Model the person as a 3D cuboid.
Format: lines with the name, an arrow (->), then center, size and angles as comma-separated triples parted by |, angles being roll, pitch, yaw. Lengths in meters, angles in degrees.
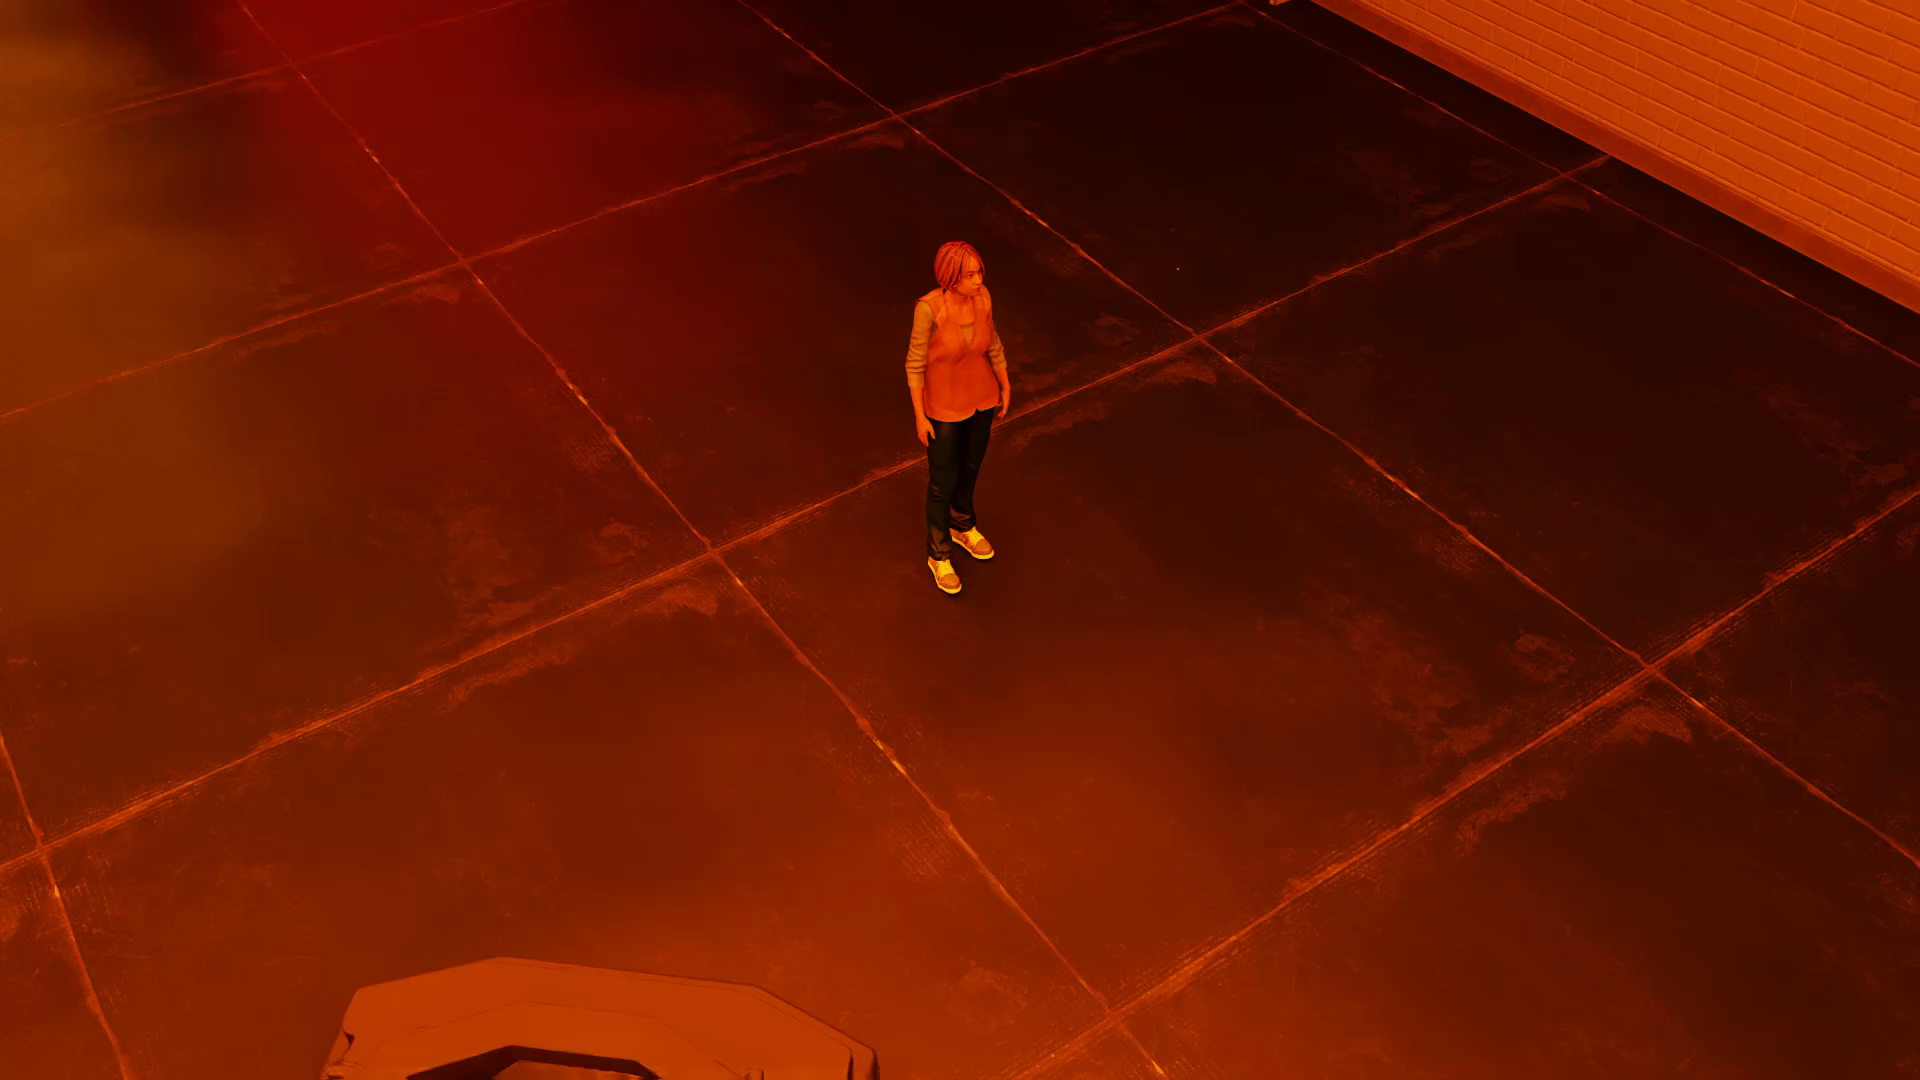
person -> 0.028, -0.545, 7.279 | 0.513, 1.599, 0.473 | -25, 48, -25

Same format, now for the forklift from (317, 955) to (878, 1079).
forklift -> -0.696, 2.287, 3.234 | 1.130, 2.935, 3.031 | 5, 43, 6
